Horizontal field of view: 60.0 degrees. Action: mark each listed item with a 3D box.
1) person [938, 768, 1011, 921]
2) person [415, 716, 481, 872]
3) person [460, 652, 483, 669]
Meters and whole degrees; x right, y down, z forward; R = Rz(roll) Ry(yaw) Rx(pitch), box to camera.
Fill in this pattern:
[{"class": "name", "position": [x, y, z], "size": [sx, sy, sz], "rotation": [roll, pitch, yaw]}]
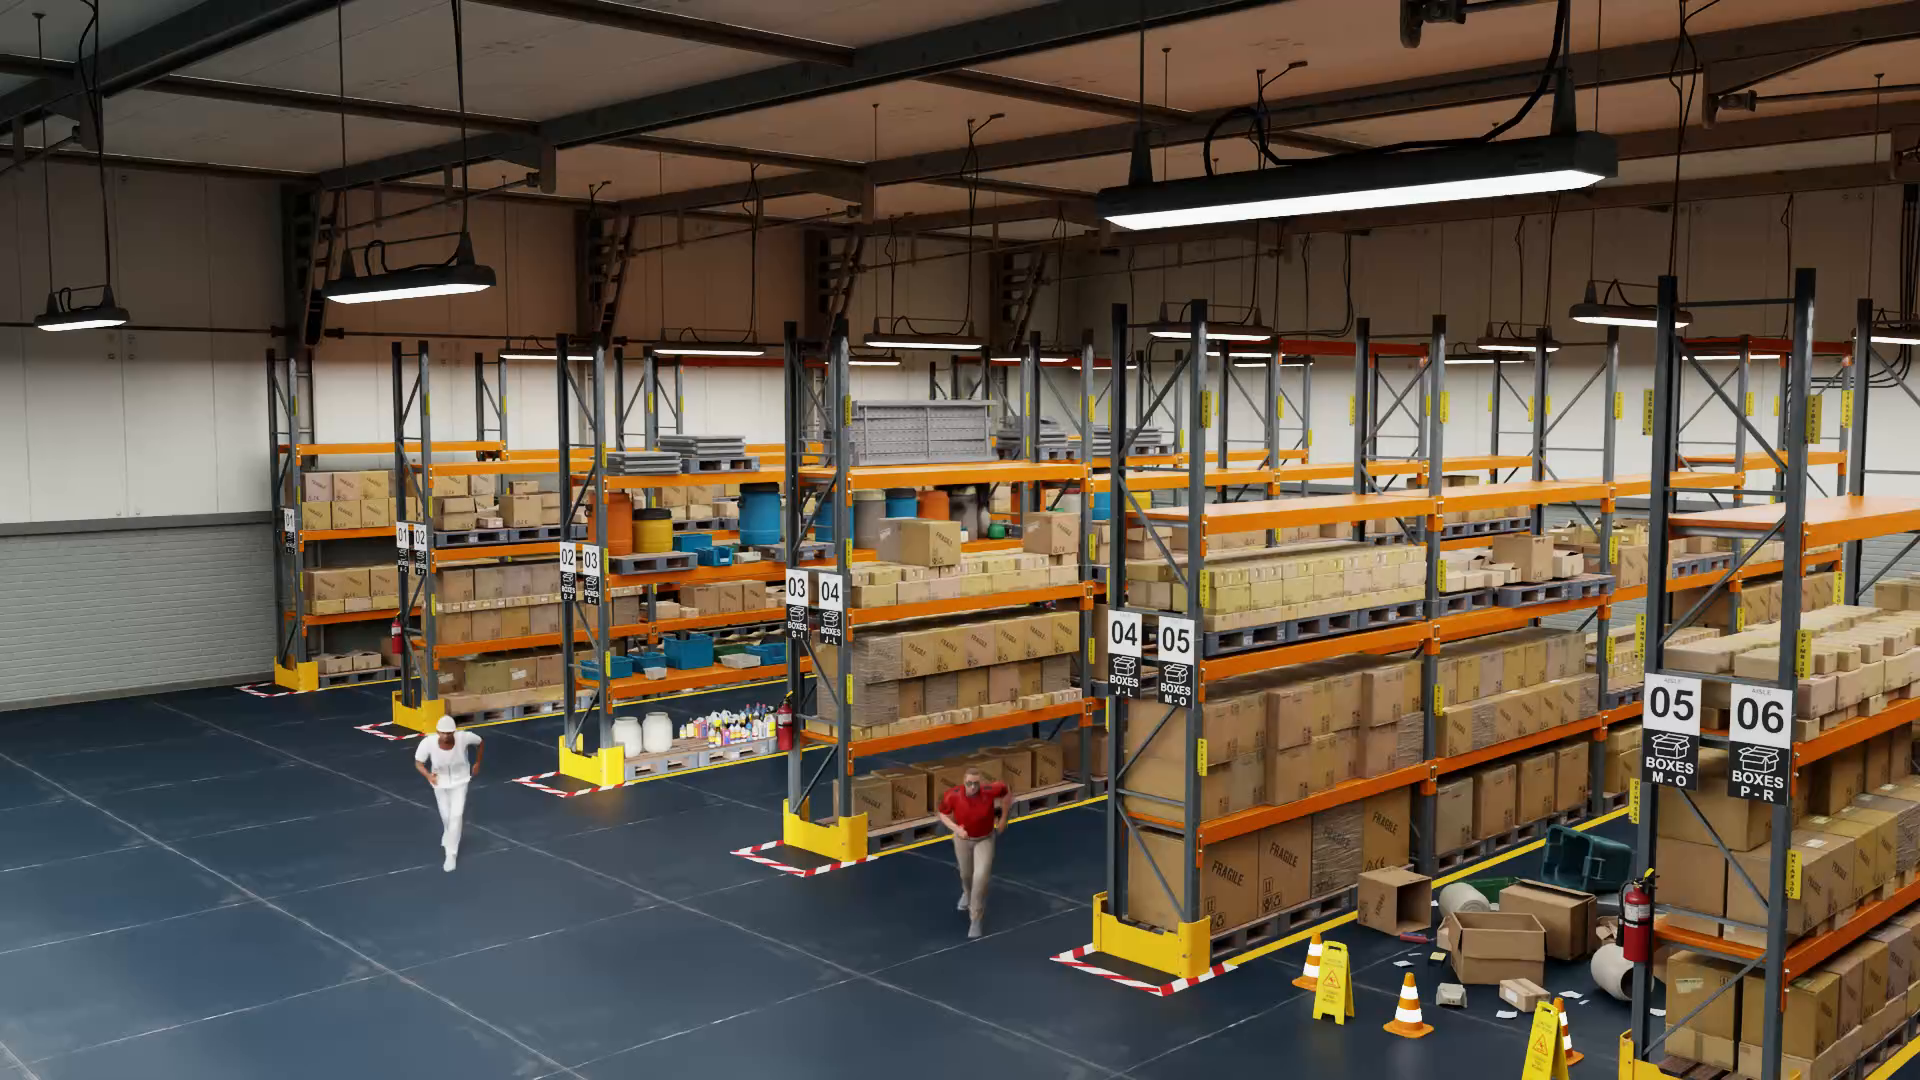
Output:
[{"class": "person", "position": [0.141, 2.880, 16.211], "size": [0.707, 1.492, 0.967], "rotation": [0, 5, 0]}, {"class": "person", "position": [-5.688, 2.744, 18.520], "size": [0.703, 1.716, 1.056], "rotation": [-2, 5, -17]}, {"class": "person", "position": [-8.443, 1.750, 28.917], "size": [0.704, 1.673, 0.761], "rotation": [2, 5, 20]}]
